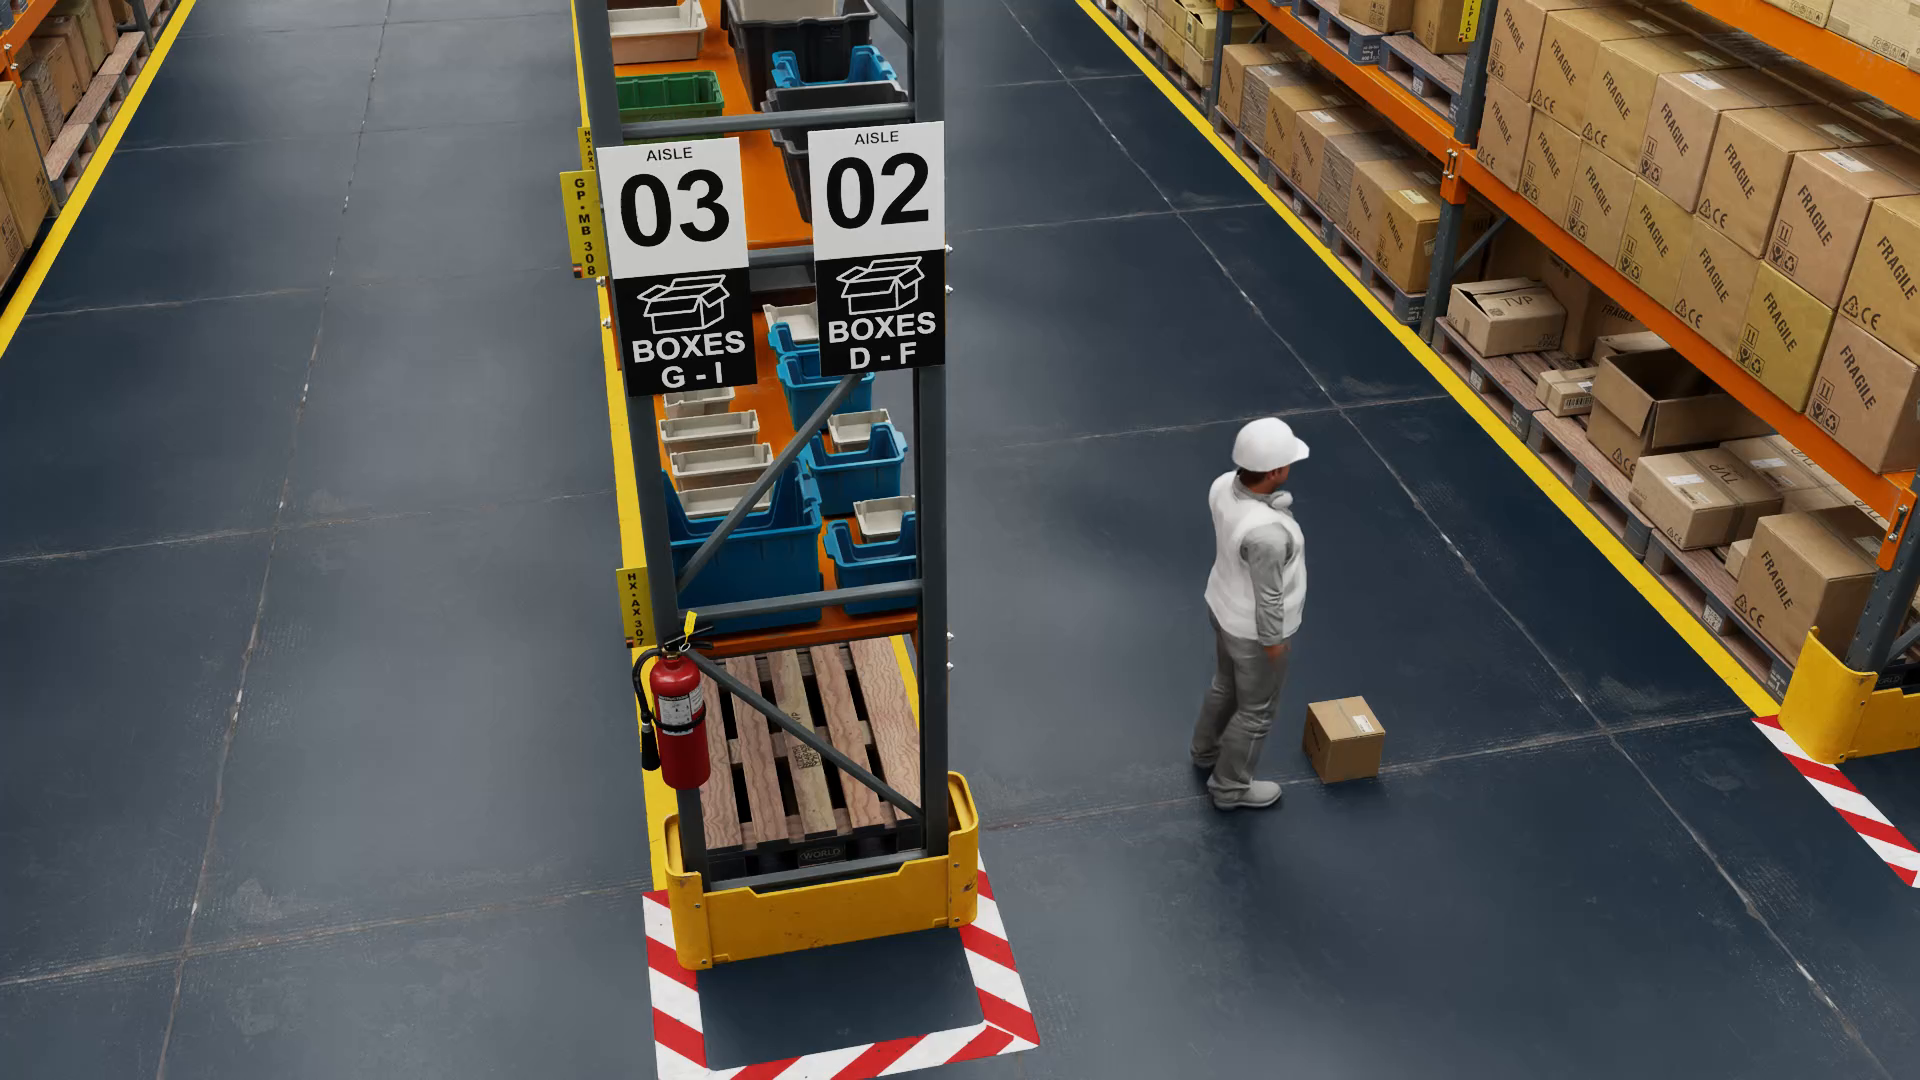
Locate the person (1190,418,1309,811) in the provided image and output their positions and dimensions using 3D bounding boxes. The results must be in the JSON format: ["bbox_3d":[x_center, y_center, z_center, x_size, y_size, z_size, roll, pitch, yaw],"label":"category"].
[{"bbox_3d":[1.176,0.286,6.706,0.360,1.767,0.532,-6,35,-9],"label":"person"}]
